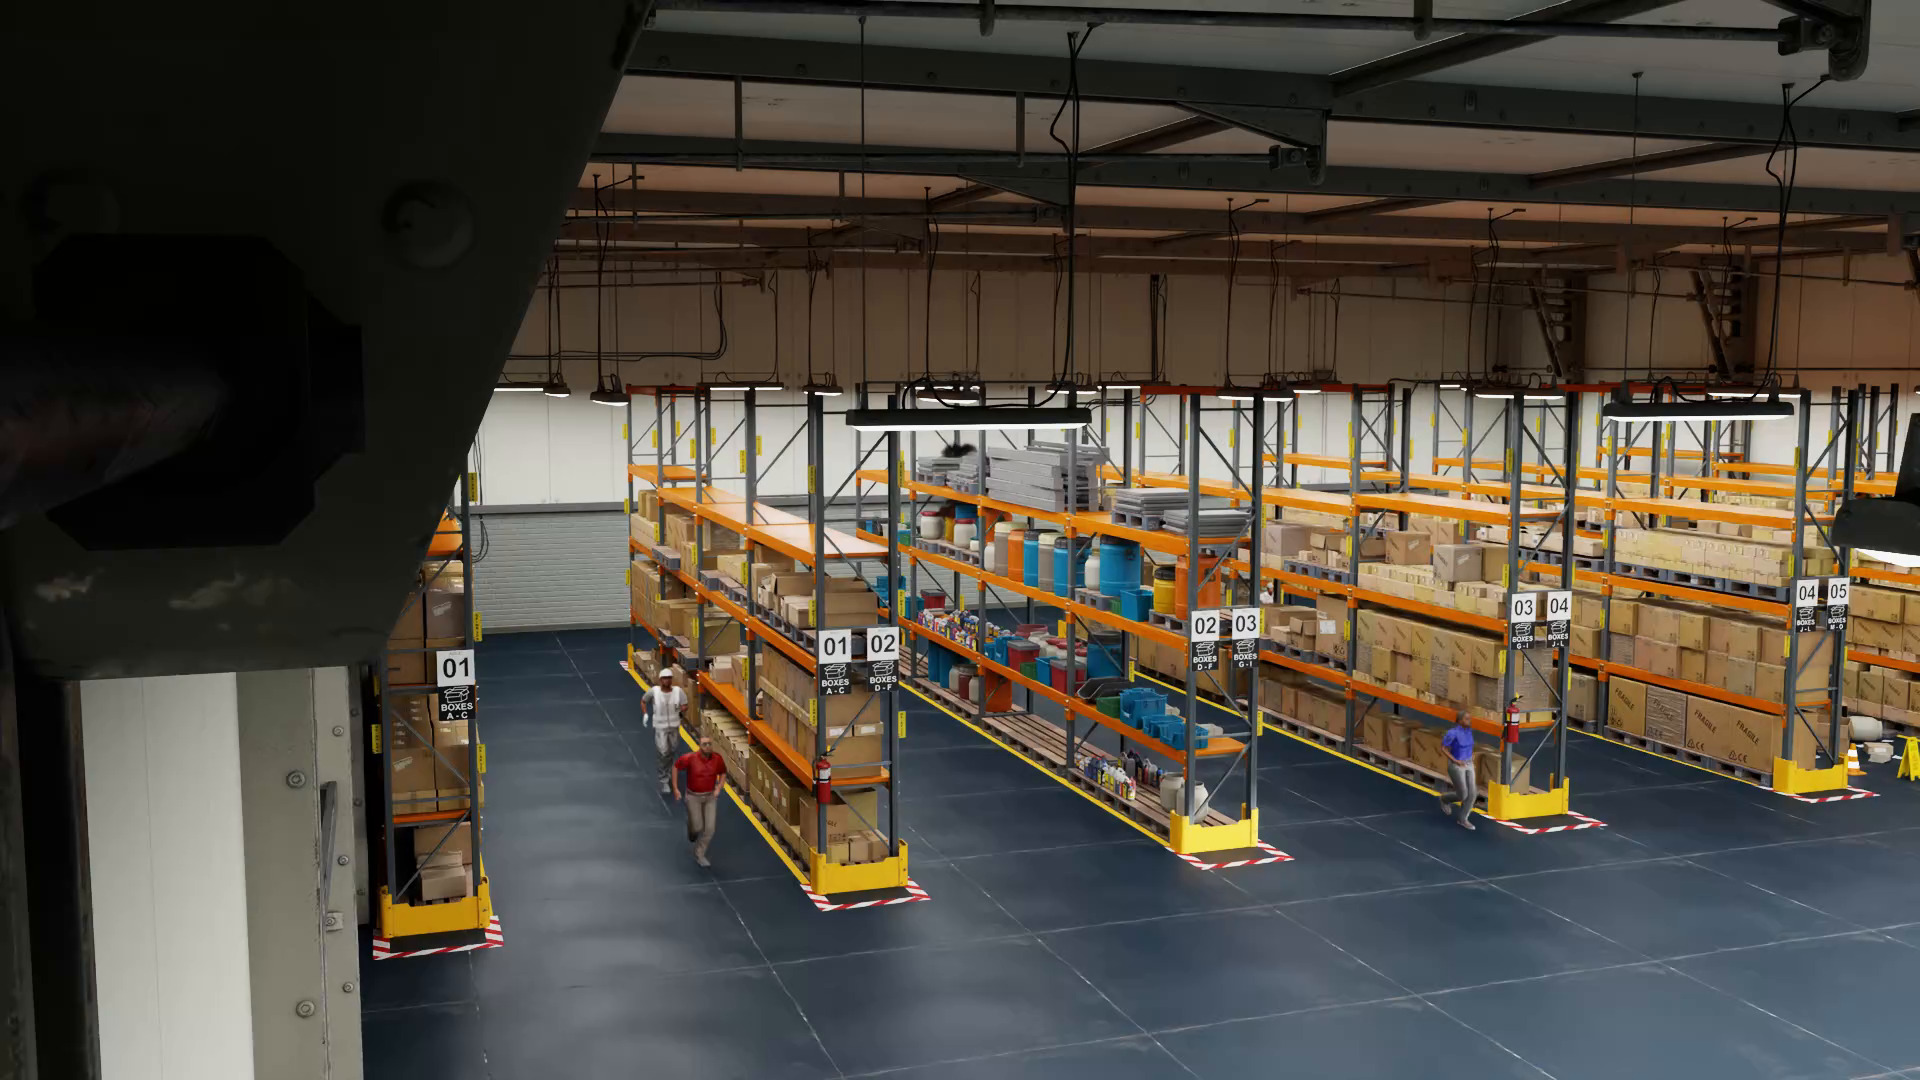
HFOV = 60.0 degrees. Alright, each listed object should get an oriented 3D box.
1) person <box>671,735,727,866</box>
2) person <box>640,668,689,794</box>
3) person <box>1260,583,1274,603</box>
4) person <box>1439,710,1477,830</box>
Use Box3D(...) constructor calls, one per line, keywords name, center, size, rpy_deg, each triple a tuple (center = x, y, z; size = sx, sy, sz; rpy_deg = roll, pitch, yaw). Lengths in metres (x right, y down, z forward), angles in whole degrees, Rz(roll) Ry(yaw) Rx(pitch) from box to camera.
Box3D(name="person", center=(-3.326, 3.323, 21.328), size=(0.702, 1.679, 0.707), rpy_deg=(-3, 6, -24))
Box3D(name="person", center=(-4.433, 2.848, 25.088), size=(0.666, 1.839, 0.810), rpy_deg=(-3, 7, -25))
Box3D(name="person", center=(6.737, 1.770, 36.507), size=(0.619, 1.716, 0.909), rpy_deg=(-3, 6, -23))
Box3D(name="person", center=(6.921, 3.162, 23.067), size=(0.613, 1.633, 0.596), rpy_deg=(-3, 7, -27))
